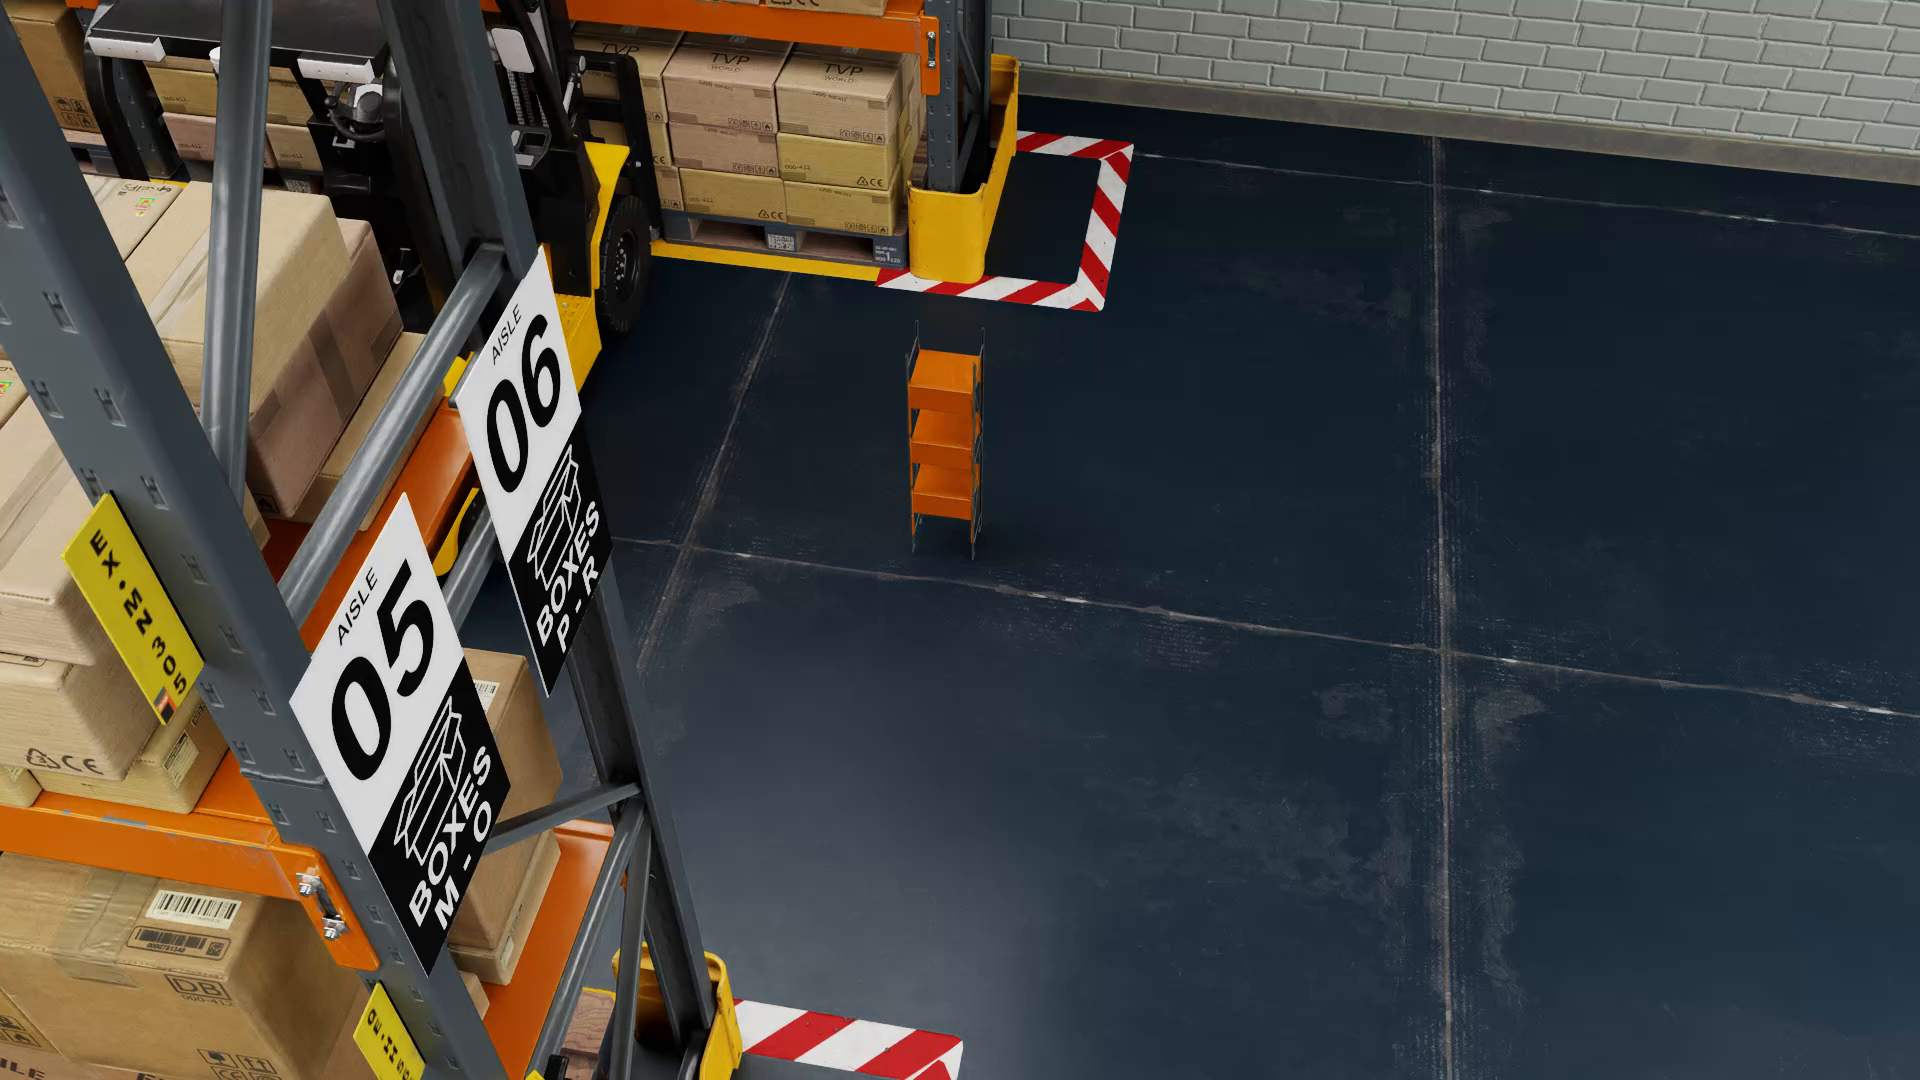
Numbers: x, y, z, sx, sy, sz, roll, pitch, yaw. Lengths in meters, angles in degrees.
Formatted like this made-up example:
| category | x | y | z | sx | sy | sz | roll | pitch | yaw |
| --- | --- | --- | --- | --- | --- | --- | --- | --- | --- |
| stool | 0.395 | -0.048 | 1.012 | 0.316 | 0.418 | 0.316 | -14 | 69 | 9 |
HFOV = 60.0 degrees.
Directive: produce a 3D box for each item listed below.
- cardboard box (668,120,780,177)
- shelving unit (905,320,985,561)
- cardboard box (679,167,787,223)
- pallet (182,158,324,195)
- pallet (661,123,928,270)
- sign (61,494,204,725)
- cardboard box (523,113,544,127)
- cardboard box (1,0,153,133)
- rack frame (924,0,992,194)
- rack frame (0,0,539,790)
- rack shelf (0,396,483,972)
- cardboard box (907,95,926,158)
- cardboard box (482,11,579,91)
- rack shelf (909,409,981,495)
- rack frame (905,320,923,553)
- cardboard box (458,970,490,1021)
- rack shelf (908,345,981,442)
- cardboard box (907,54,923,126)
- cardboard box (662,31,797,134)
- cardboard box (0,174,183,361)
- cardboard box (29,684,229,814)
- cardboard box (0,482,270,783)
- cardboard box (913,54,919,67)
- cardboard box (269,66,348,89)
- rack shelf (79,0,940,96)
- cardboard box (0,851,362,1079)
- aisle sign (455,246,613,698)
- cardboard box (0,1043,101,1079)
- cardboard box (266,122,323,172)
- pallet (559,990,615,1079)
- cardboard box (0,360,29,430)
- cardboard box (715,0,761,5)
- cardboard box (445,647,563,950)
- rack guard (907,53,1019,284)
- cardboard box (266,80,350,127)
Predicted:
| category | x | y | z | sx | sy | sz | roll | pitch | yaw |
| --- | --- | --- | --- | --- | --- | --- | --- | --- | --- |
| cardboard box | -1.024 | -1.947 | 7.685 | 0.500 | 0.250 | 0.500 | 7 | 48 | 6 |
| shelving unit | -0.053 | -0.358 | 6.338 | 0.252 | 1.050 | 0.215 | 8 | 49 | 7 |
| cardboard box | -1.004 | -1.774 | 7.866 | 0.500 | 0.250 | 0.500 | 8 | 49 | 7 |
| pallet | -3.159 | -2.110 | 8.476 | 1.213 | 0.211 | 1.003 | 8 | 49 | 7 |
| pallet | -0.758 | -1.788 | 8.186 | 1.213 | 0.211 | 1.003 | 8 | 49 | 7 |
| sign | -0.996 | 0.090 | 2.013 | 0.005 | 0.325 | 0.100 | 8 | 49 | 7 |
| cardboard box | -2.028 | -2.069 | 7.795 | 0.500 | 0.250 | 0.500 | 8 | 48 | 7 |
| cardboard box | -4.450 | -2.586 | 8.343 | 0.625 | 0.625 | 0.875 | 10 | 49 | 9 |
| rack frame | 0.002 | -2.649 | 7.086 | 0.127 | 3.000 | 1.000 | 8 | 49 | 7 |
| rack frame | -0.877 | -1.020 | 1.589 | 0.127 | 3.000 | 1.000 | 8 | 49 | 7 |
| rack shelf | -2.845 | -0.042 | 3.210 | 4.000 | 0.370 | 1.077 | 8 | 49 | 7 |
| cardboard box | -0.447 | -2.078 | 8.139 | 0.500 | 0.250 | 0.500 | 8 | 49 | 7 |
| cardboard box | -2.006 | -2.232 | 7.605 | 0.500 | 0.250 | 0.500 | 7 | 48 | 6 |
| rack shelf | -0.053 | -0.351 | 6.346 | 0.240 | 0.259 | 0.215 | 8 | 49 | 7 |
| rack frame | -0.173 | -0.374 | 6.352 | 0.008 | 1.050 | 0.200 | 8 | 49 | 7 |
| cardboard box | -1.283 | 1.176 | 3.818 | 0.250 | 0.149 | 0.380 | 9 | 49 | 8 |
| rack shelf | -0.053 | -0.541 | 6.135 | 0.240 | 0.259 | 0.215 | 8 | 49 | 7 |
| cardboard box | -0.424 | -2.252 | 7.959 | 0.500 | 0.250 | 0.500 | 8 | 49 | 8 |
| cardboard box | -1.010 | -2.100 | 7.487 | 0.500 | 0.250 | 0.500 | 8 | 49 | 8 |
| cardboard box | -1.441 | -0.418 | 2.698 | 0.250 | 0.149 | 0.380 | 7 | 48 | 7 |
| cardboard box | -1.278 | 0.224 | 2.657 | 0.250 | 0.149 | 0.380 | 8 | 49 | 7 |
| cardboard box | -1.429 | 0.062 | 2.534 | 0.500 | 0.250 | 0.500 | 7 | 48 | 6 |
| cardboard box | -0.437 | -2.407 | 7.762 | 0.500 | 0.250 | 0.500 | 7 | 48 | 6 |
| cardboard box | -3.013 | -2.365 | 7.724 | 0.500 | 0.250 | 0.500 | 8 | 49 | 7 |
| rack shelf | -1.966 | -2.673 | 7.591 | 4.000 | 0.370 | 1.077 | 8 | 49 | 7 |
| cardboard box | -1.419 | 0.610 | 3.218 | 0.500 | 0.500 | 0.700 | 7 | 48 | 6 |
| aisle sign | -0.761 | -0.103 | 3.050 | 0.004 | 0.787 | 0.394 | 8 | 49 | 7 |
| cardboard box | -1.952 | 0.912 | 3.619 | 0.500 | 0.500 | 0.500 | 8 | 49 | 7 |
| cardboard box | -3.015 | -2.037 | 8.102 | 0.500 | 0.250 | 0.500 | 7 | 48 | 6 |
| pallet | -1.745 | 1.773 | 4.987 | 1.213 | 0.211 | 1.003 | 8 | 49 | 7 |
| cardboard box | -1.509 | -0.091 | 2.404 | 0.250 | 0.149 | 0.380 | 8 | 49 | 7 |
| cardboard box | -1.038 | -2.631 | 7.002 | 0.500 | 0.500 | 0.500 | 9 | 49 | 8 |
| cardboard box | -1.294 | 0.586 | 3.911 | 0.500 | 0.500 | 0.500 | 7 | 48 | 6 |
| rack guard | 0.026 | -1.810 | 8.013 | 0.348 | 0.500 | 1.175 | 8 | 49 | 7 |
| cardboard box | -3.017 | -2.212 | 7.923 | 0.500 | 0.250 | 0.500 | 7 | 48 | 7 |
